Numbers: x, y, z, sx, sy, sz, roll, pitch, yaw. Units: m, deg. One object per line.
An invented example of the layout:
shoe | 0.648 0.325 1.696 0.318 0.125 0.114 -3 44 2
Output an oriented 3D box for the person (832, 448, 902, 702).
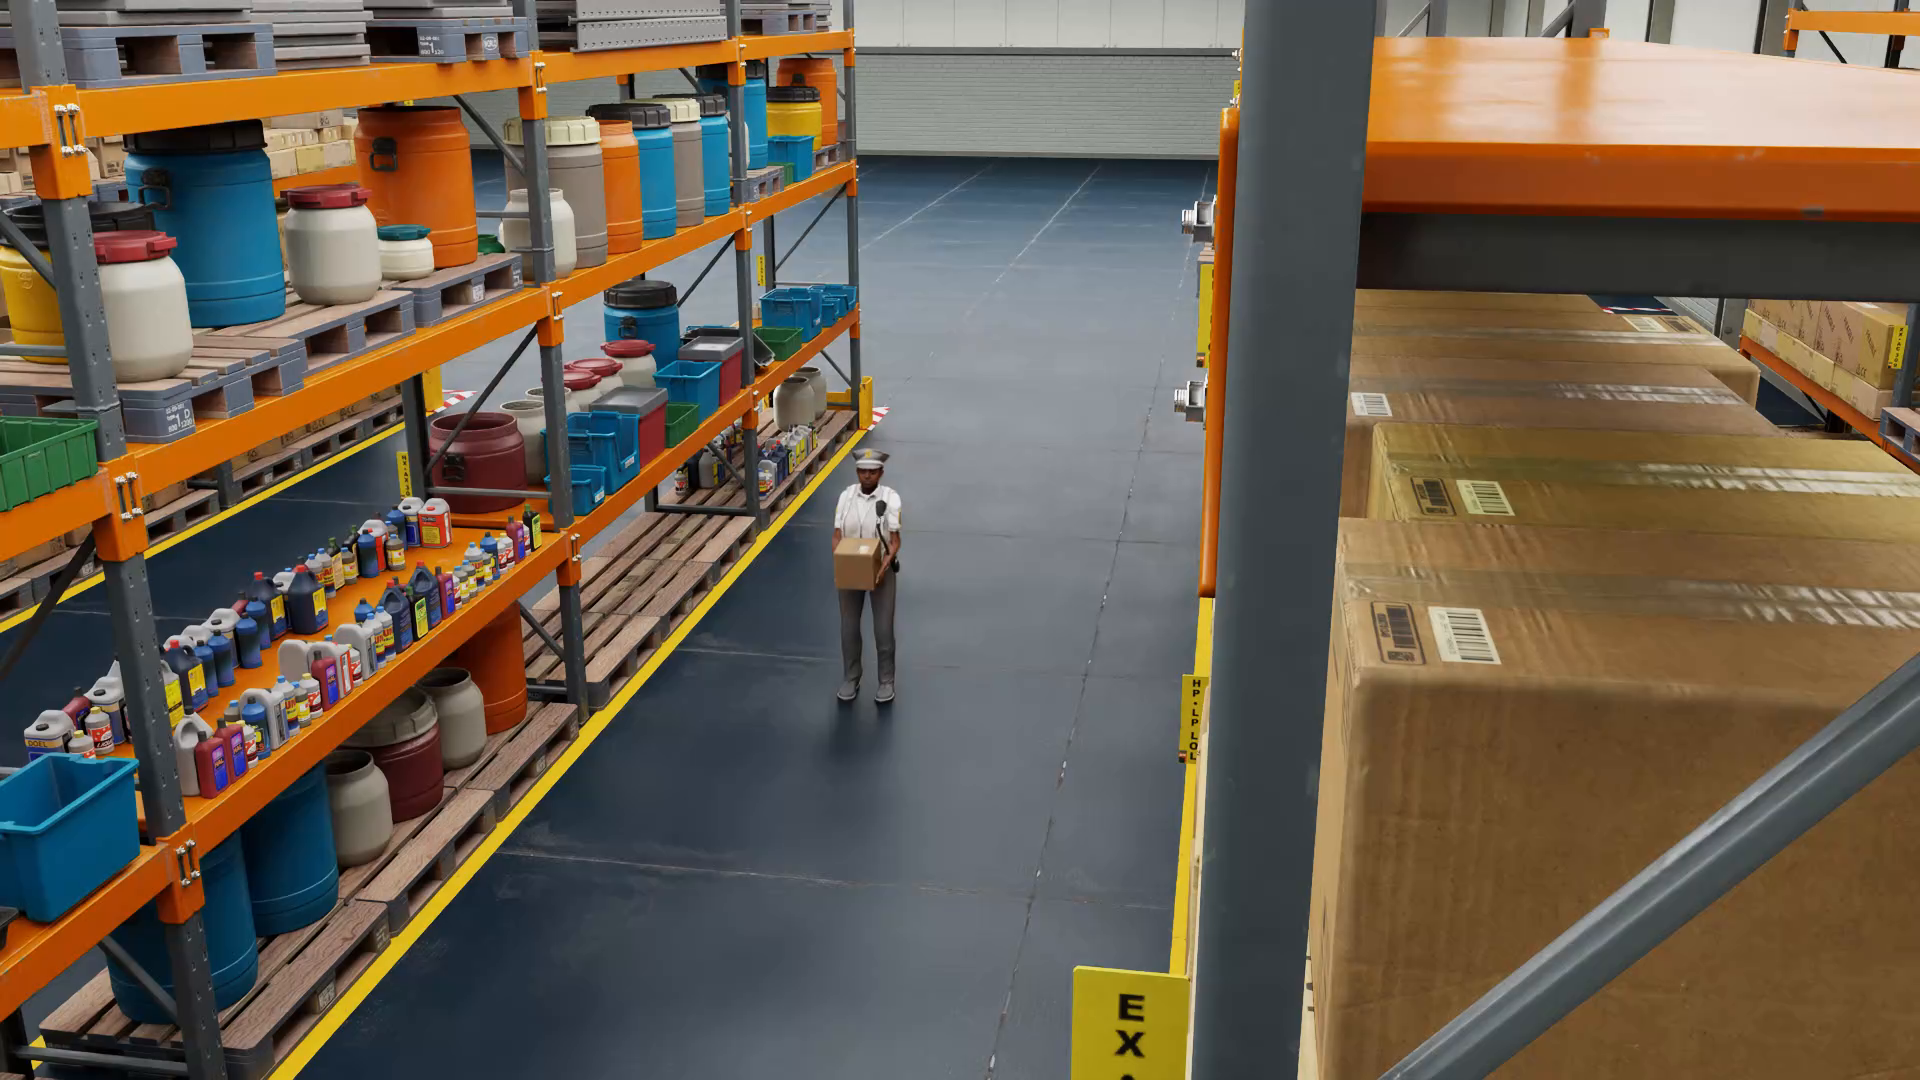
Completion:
person | -0.613 0.239 10.778 0.455 1.686 0.525 3 18 9
